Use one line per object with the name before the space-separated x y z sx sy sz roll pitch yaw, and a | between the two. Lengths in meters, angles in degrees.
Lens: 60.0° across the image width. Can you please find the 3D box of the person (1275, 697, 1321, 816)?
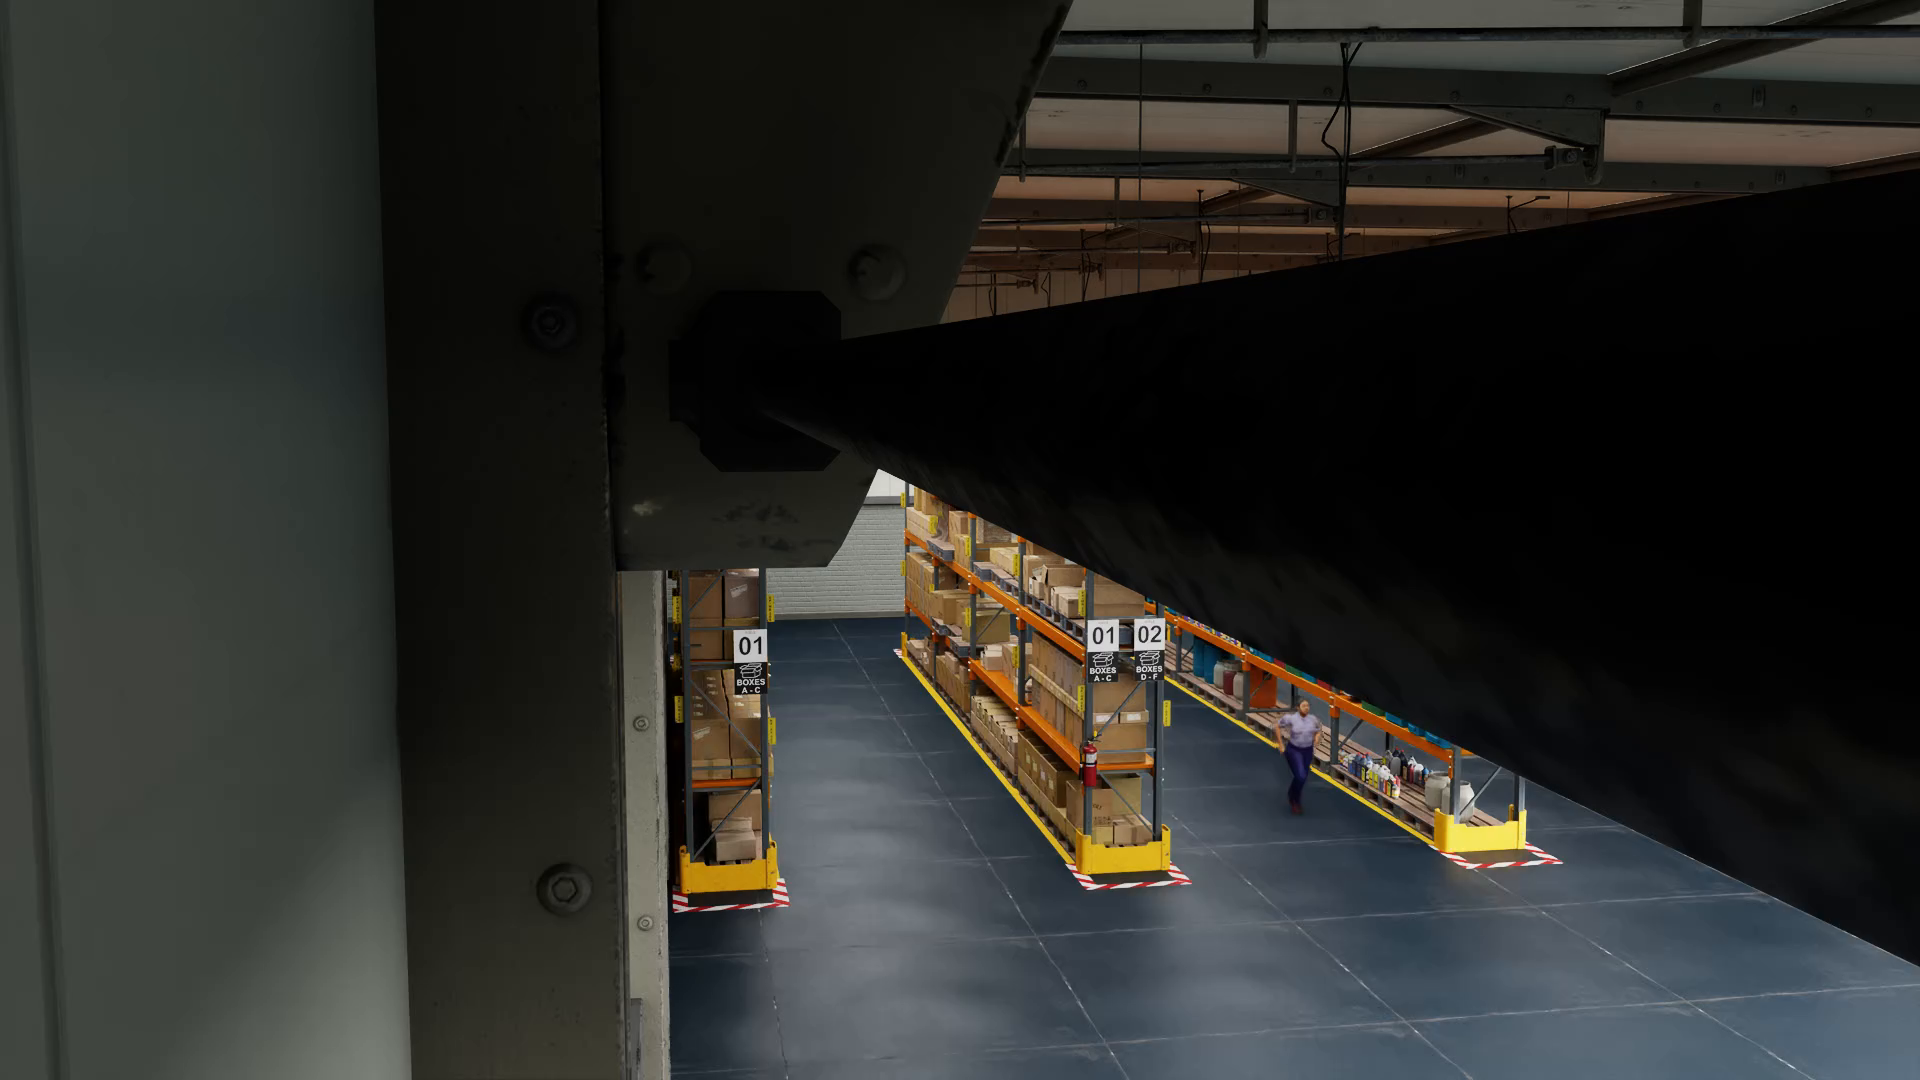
person | 4.843 3.078 23.672 0.570 1.675 0.796 -2 6 -19
